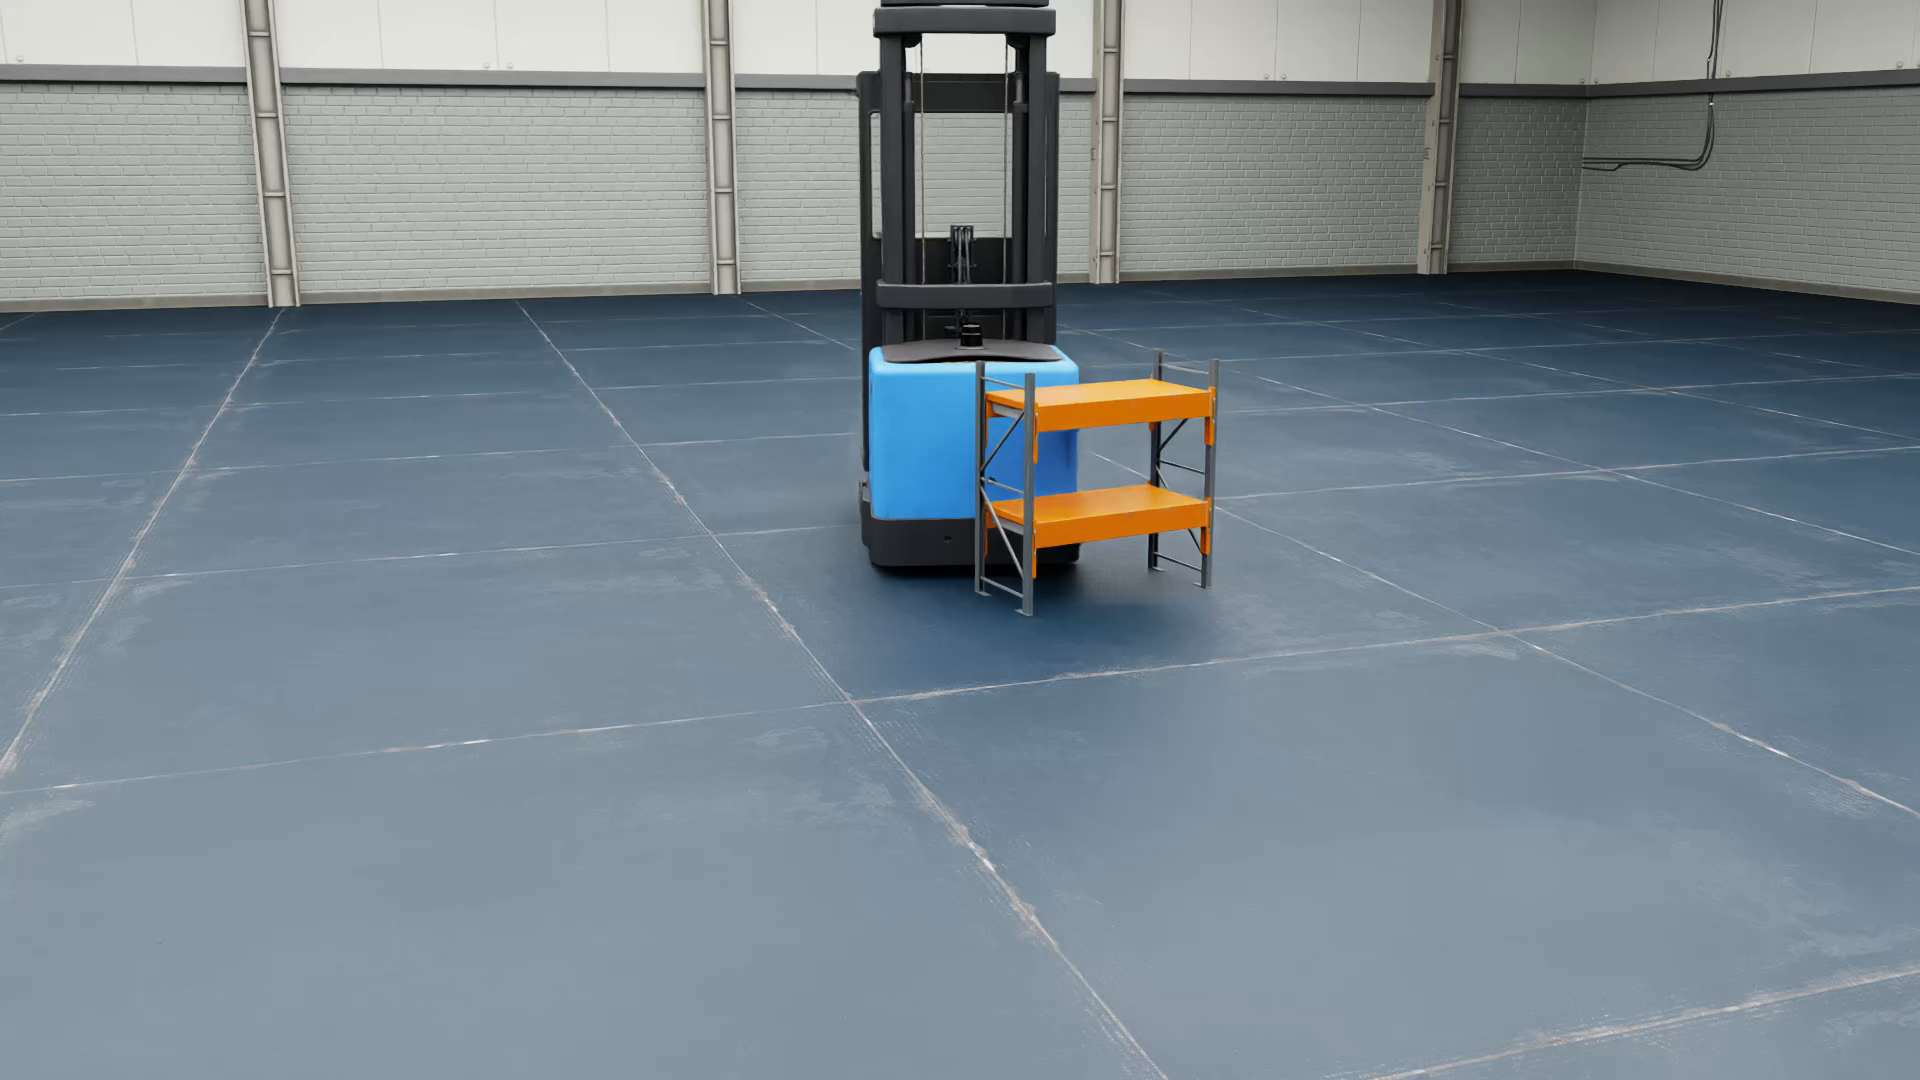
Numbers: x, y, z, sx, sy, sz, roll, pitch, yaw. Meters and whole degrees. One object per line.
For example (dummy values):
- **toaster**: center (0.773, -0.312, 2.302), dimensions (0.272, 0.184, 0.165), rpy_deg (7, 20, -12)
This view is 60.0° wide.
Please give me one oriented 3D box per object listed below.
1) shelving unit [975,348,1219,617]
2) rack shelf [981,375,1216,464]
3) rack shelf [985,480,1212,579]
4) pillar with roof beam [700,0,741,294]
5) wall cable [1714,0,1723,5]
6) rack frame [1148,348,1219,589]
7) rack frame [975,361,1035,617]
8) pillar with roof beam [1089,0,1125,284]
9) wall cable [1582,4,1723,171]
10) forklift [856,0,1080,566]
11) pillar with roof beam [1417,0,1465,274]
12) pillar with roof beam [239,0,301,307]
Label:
- **shelving unit**: center (0.651, -0.302, 7.981), dimensions (1.048, 1.125, 0.538), rpy_deg (-7, 15, -28)
- **rack shelf**: center (0.651, -0.587, 7.914), dimensions (1.000, 0.278, 0.538), rpy_deg (-7, 15, -28)
- **rack shelf**: center (0.651, -0.064, 8.038), dimensions (1.000, 0.278, 0.538), rpy_deg (-7, 15, -28)
- **pillar with roof beam**: center (-2.051, -7.041, 19.297), dimensions (0.400, 9.000, 9.100), rpy_deg (-4, 14, -18)
- **wall cable**: center (12.026, -9.151, 23.965), dimensions (0.112, 2.526, 3.097), rpy_deg (-4, 14, -18)
- **rack frame**: center (1.098, -0.358, 8.217), dimensions (0.032, 1.125, 0.500), rpy_deg (-7, 15, -28)
- **rack frame**: center (0.204, -0.246, 7.746), dimensions (0.032, 1.125, 0.500), rpy_deg (-7, 15, -28)
- **pillar with roof beam**: center (3.636, -7.484, 21.158), dimensions (0.400, 9.000, 9.100), rpy_deg (-4, 14, -18)
- **wall cable**: center (11.163, -7.287, 27.044), dimensions (0.112, 2.526, 3.097), rpy_deg (-4, 14, -18)
- **forklift**: center (-0.025, -1.581, 9.454), dimensions (1.130, 2.935, 3.031), rpy_deg (-1, 13, -4)
- **pillar with roof beam**: center (9.323, -7.926, 23.020), dimensions (0.400, 9.000, 9.100), rpy_deg (-4, 14, -18)
- **pillar with roof beam**: center (-7.737, -6.598, 17.435), dimensions (0.400, 9.000, 9.100), rpy_deg (-4, 14, -18)
